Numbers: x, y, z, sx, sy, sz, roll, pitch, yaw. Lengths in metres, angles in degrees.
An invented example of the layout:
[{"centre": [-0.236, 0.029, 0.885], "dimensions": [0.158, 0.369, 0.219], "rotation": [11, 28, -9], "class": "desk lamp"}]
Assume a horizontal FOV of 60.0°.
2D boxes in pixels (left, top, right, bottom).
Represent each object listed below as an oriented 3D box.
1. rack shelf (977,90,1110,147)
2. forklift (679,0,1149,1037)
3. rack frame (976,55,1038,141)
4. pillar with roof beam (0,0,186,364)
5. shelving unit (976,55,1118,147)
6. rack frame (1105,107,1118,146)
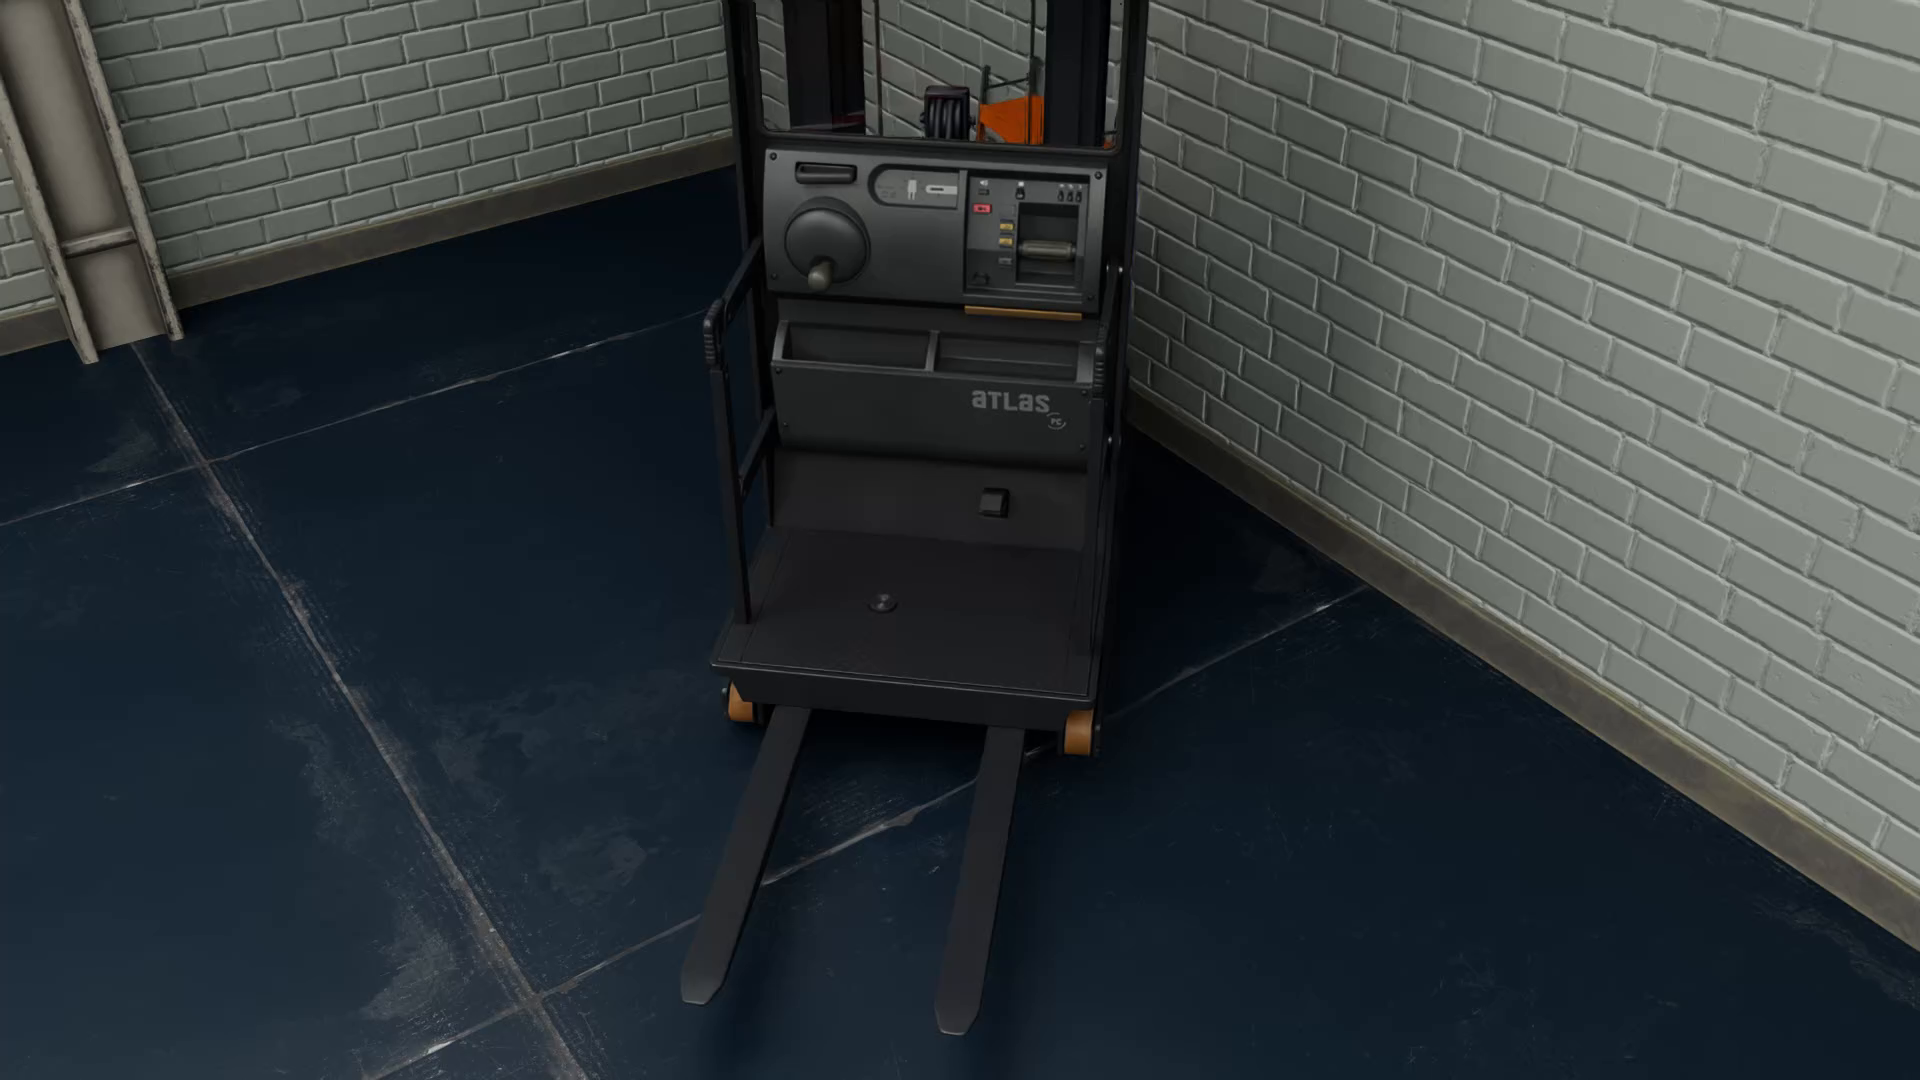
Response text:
[{"centre": [0.306, -1.445, 6.017], "dimensions": [0.258, 0.148, 0.480], "rotation": [-21, 46, -30], "class": "rack shelf"}, {"centre": [-0.102, -0.780, 4.324], "dimensions": [1.130, 2.935, 3.031], "rotation": [5, 36, 7], "class": "forklift"}, {"centre": [0.133, -1.272, 6.410], "dimensions": [0.240, 1.200, 0.015], "rotation": [-21, 46, -30], "class": "rack frame"}, {"centre": [-0.993, -2.449, 1.448], "dimensions": [0.400, 9.000, 9.100], "rotation": [-22, 41, -28], "class": "pillar with roof beam"}, {"centre": [0.274, -1.139, 6.261], "dimensions": [0.258, 1.200, 0.503], "rotation": [-21, 46, -30], "class": "shelving unit"}, {"centre": [0.414, -1.005, 6.113], "dimensions": [0.240, 1.200, 0.015], "rotation": [-21, 46, -30], "class": "rack frame"}]
